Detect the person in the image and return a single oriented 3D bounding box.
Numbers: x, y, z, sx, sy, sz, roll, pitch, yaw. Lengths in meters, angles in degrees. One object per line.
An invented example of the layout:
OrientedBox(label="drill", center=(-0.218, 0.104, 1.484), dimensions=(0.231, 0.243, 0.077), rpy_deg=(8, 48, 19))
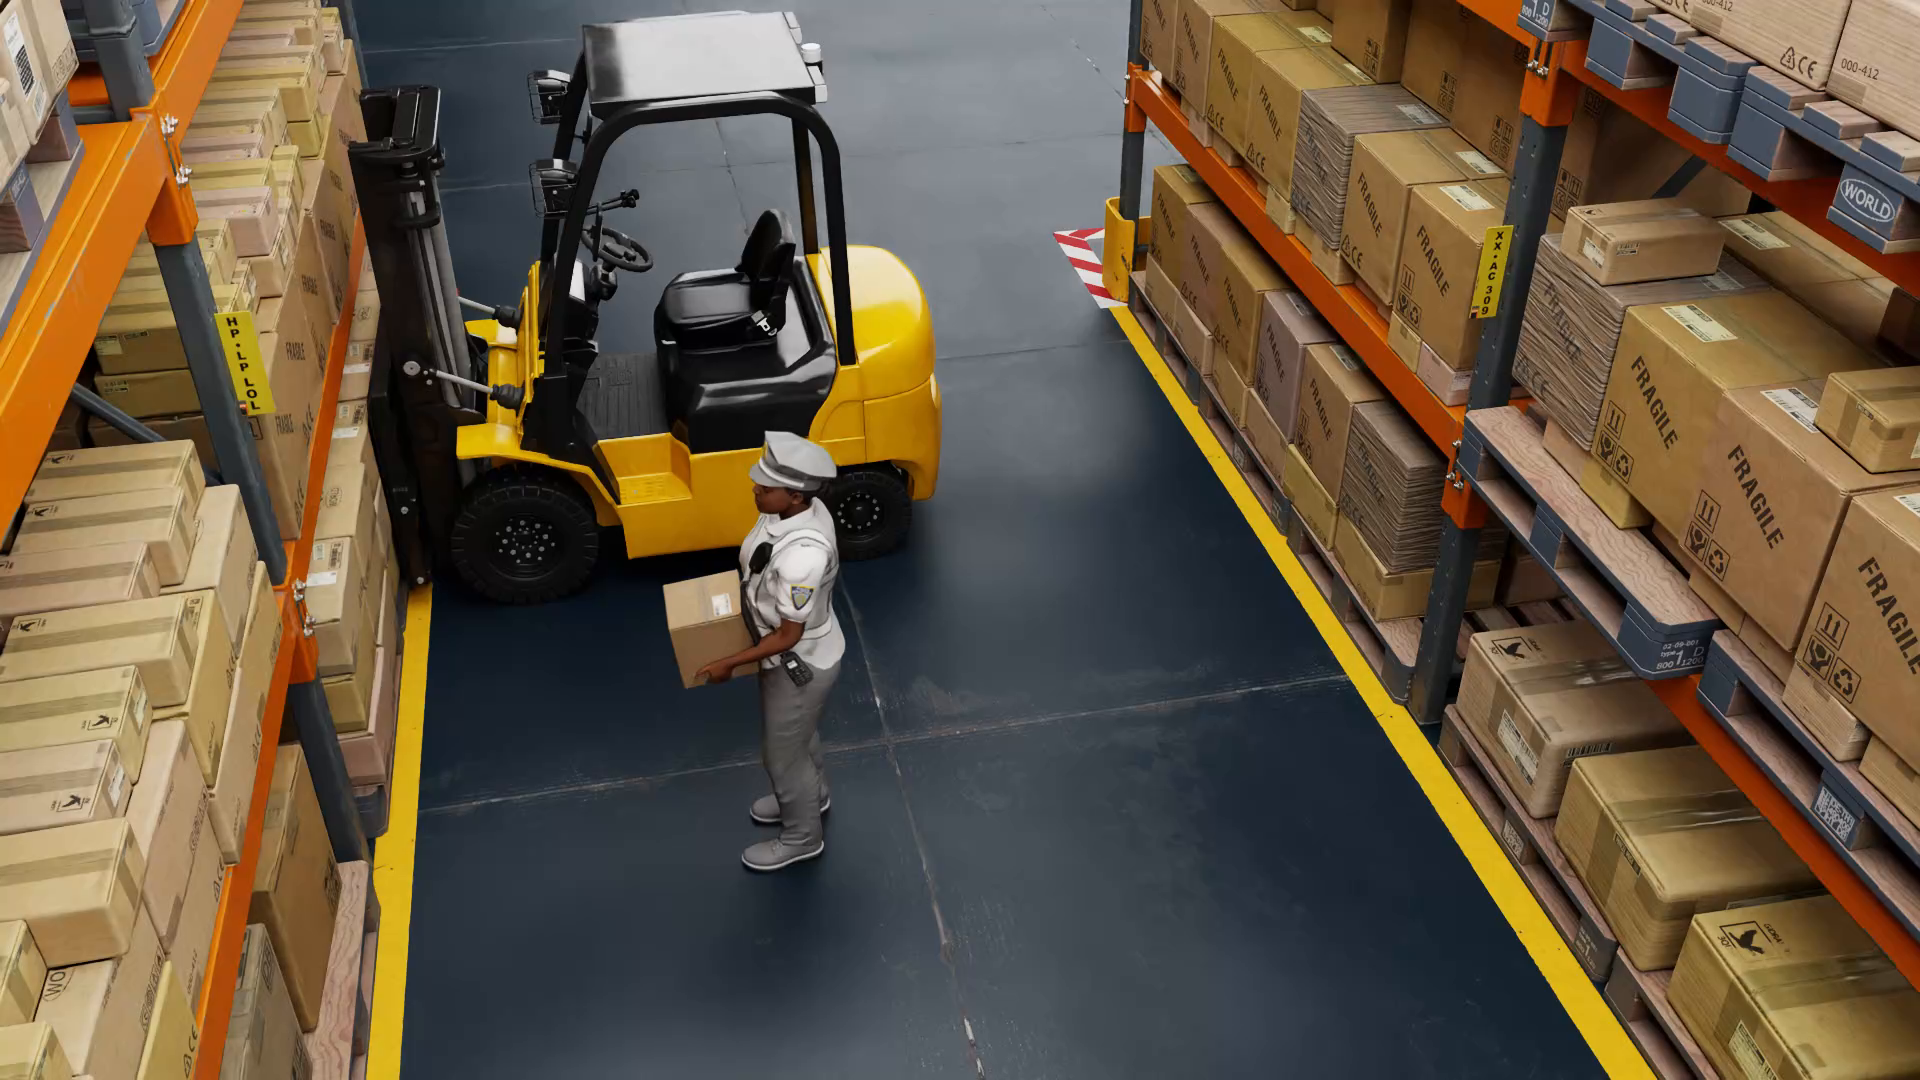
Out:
OrientedBox(label="person", center=(-0.640, 0.386, 5.555), dimensions=(0.515, 1.692, 0.460), rpy_deg=(-7, 35, -11))
